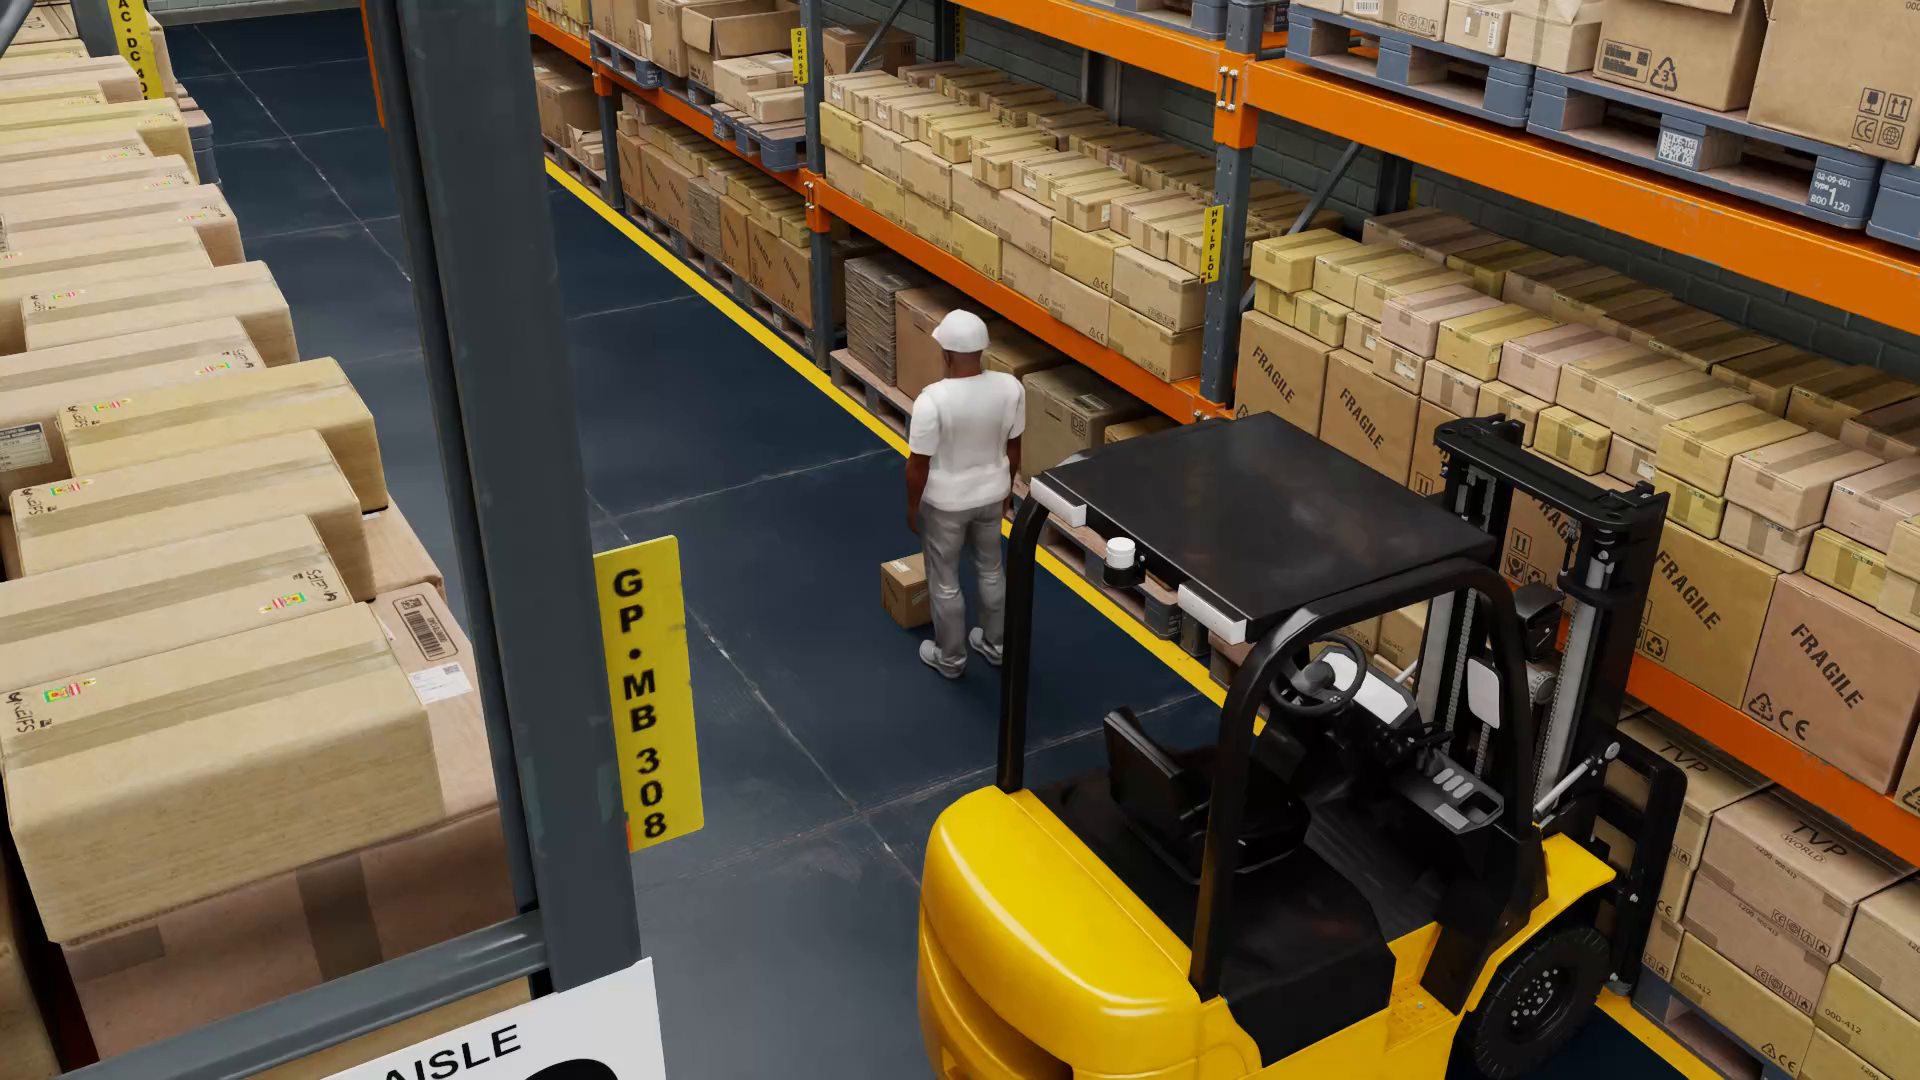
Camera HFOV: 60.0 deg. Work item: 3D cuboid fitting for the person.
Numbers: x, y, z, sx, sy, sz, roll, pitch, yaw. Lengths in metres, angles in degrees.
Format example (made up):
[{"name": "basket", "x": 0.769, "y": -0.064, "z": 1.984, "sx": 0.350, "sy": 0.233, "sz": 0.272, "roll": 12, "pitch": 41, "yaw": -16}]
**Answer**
[{"name": "person", "x": -0.005, "y": -0.195, "z": 7.478, "sx": 0.578, "sy": 1.744, "sz": 0.396, "roll": -14, "pitch": 32, "yaw": -24}]
